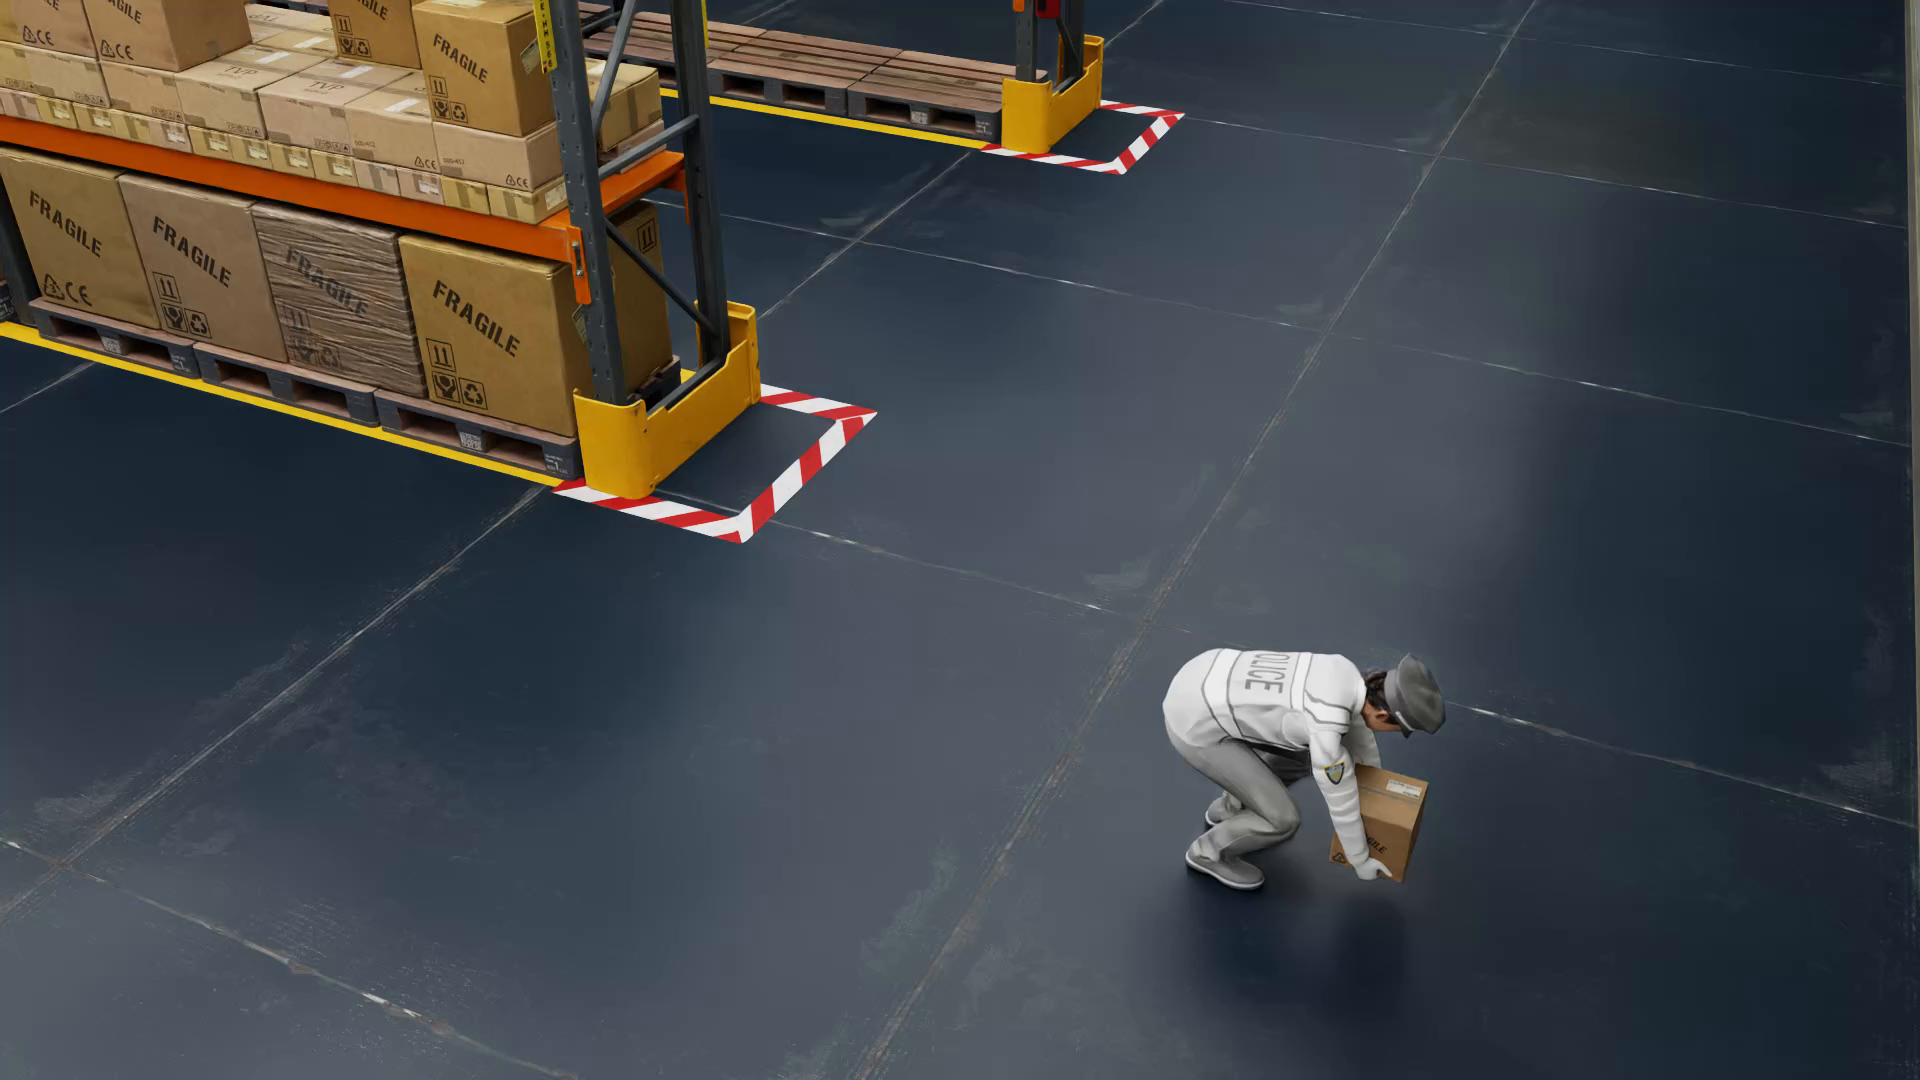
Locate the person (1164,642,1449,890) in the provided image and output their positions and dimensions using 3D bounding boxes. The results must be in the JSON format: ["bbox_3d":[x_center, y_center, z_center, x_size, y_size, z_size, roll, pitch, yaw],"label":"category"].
[{"bbox_3d":[1.146,0.747,5.642,0.905,0.985,0.469,13,36,18],"label":"person"}]
